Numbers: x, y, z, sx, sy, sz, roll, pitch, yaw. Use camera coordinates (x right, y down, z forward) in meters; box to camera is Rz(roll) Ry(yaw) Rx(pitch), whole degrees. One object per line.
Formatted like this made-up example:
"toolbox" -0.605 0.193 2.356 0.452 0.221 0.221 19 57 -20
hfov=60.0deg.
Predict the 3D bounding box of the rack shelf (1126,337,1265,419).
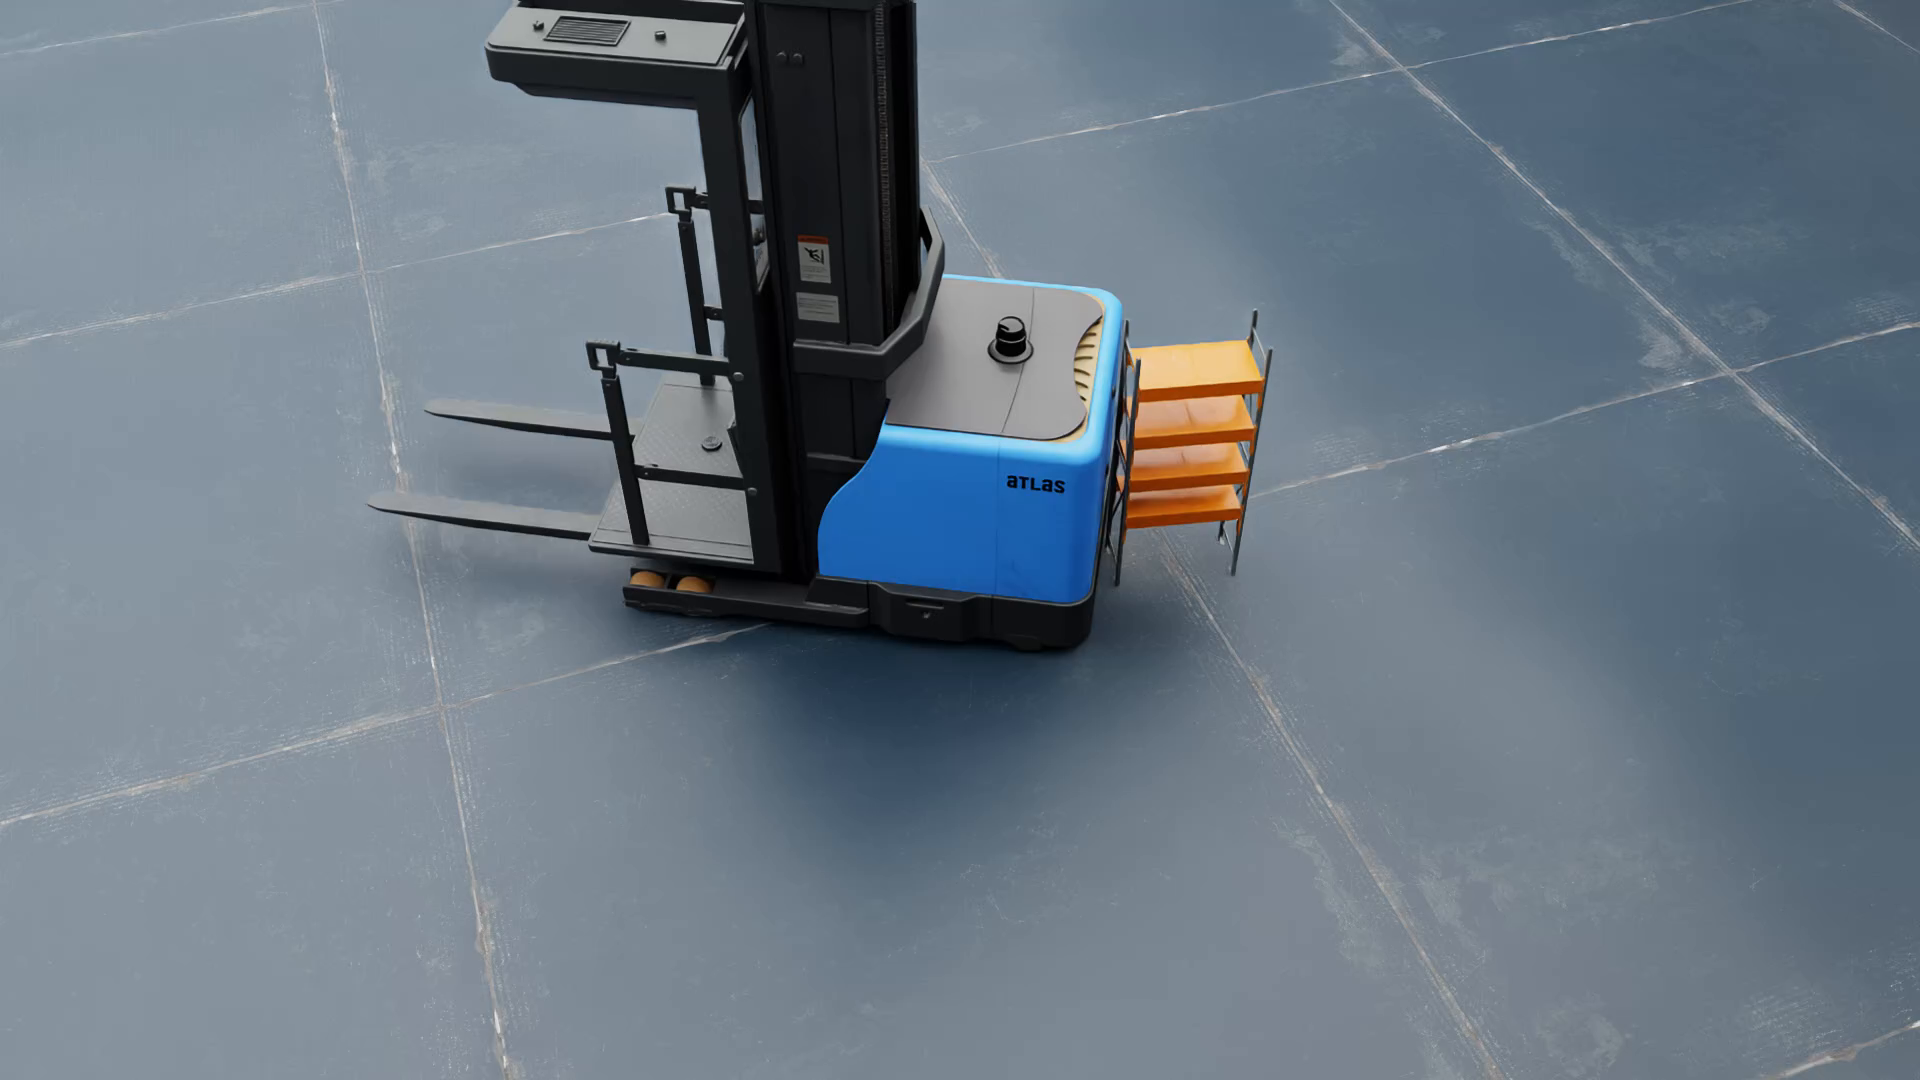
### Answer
"rack shelf" 0.877 -0.612 6.268 0.480 0.148 0.258 -5 45 -5

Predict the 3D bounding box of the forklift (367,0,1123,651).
"forklift" -0.913 -1.088 6.074 3.031 2.935 1.130 6 45 6

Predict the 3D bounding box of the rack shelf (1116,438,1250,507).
"rack shelf" 0.877 -0.287 6.594 0.480 0.148 0.258 -5 45 -5

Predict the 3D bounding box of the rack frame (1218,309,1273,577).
"rack frame" 1.120 -0.356 6.567 0.015 1.200 0.240 -5 45 -5

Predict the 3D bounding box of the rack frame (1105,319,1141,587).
"rack frame" 0.635 -0.314 6.525 0.015 1.200 0.240 -5 45 -5

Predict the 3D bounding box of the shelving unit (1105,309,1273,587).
"shelving unit" 0.877 -0.335 6.546 0.503 1.200 0.258 -5 45 -5

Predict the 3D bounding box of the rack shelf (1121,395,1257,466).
"rack shelf" 0.877 -0.445 6.435 0.480 0.148 0.258 -5 45 -5

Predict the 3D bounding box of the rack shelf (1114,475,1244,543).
"rack shelf" 0.877 -0.147 6.734 0.480 0.148 0.258 -5 45 -5
